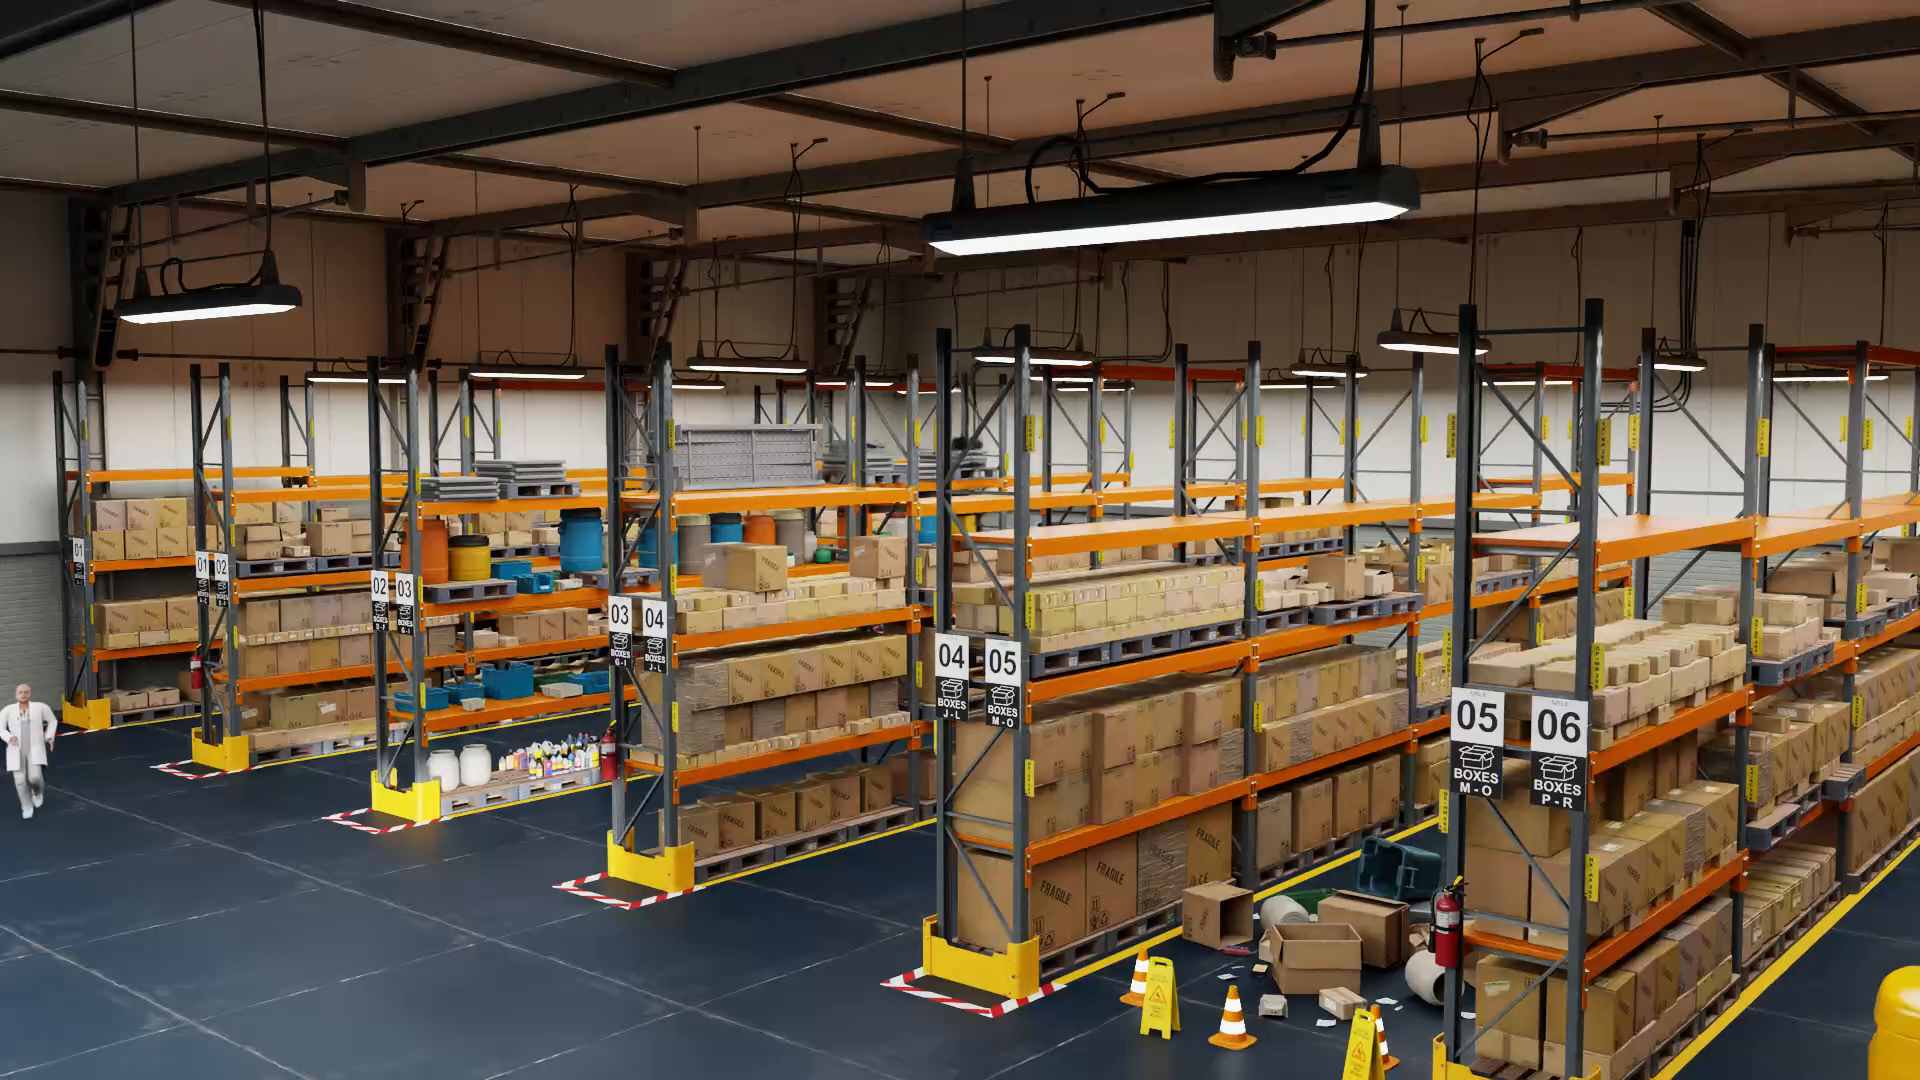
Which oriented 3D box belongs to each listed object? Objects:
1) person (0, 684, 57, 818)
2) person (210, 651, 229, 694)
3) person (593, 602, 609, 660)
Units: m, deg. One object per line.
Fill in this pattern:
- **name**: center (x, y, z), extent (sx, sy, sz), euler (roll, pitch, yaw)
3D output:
- **person**: center (-12.129, 2.743, 21.605), extent (0.705, 1.737, 0.631), euler (-2, 5, -26)
- **person**: center (-11.706, 2.363, 26.790), extent (0.683, 1.792, 0.730), euler (2, 5, 24)
- **person**: center (-6.754, 2.031, 32.279), extent (0.627, 1.695, 0.868), euler (4, 5, 41)
